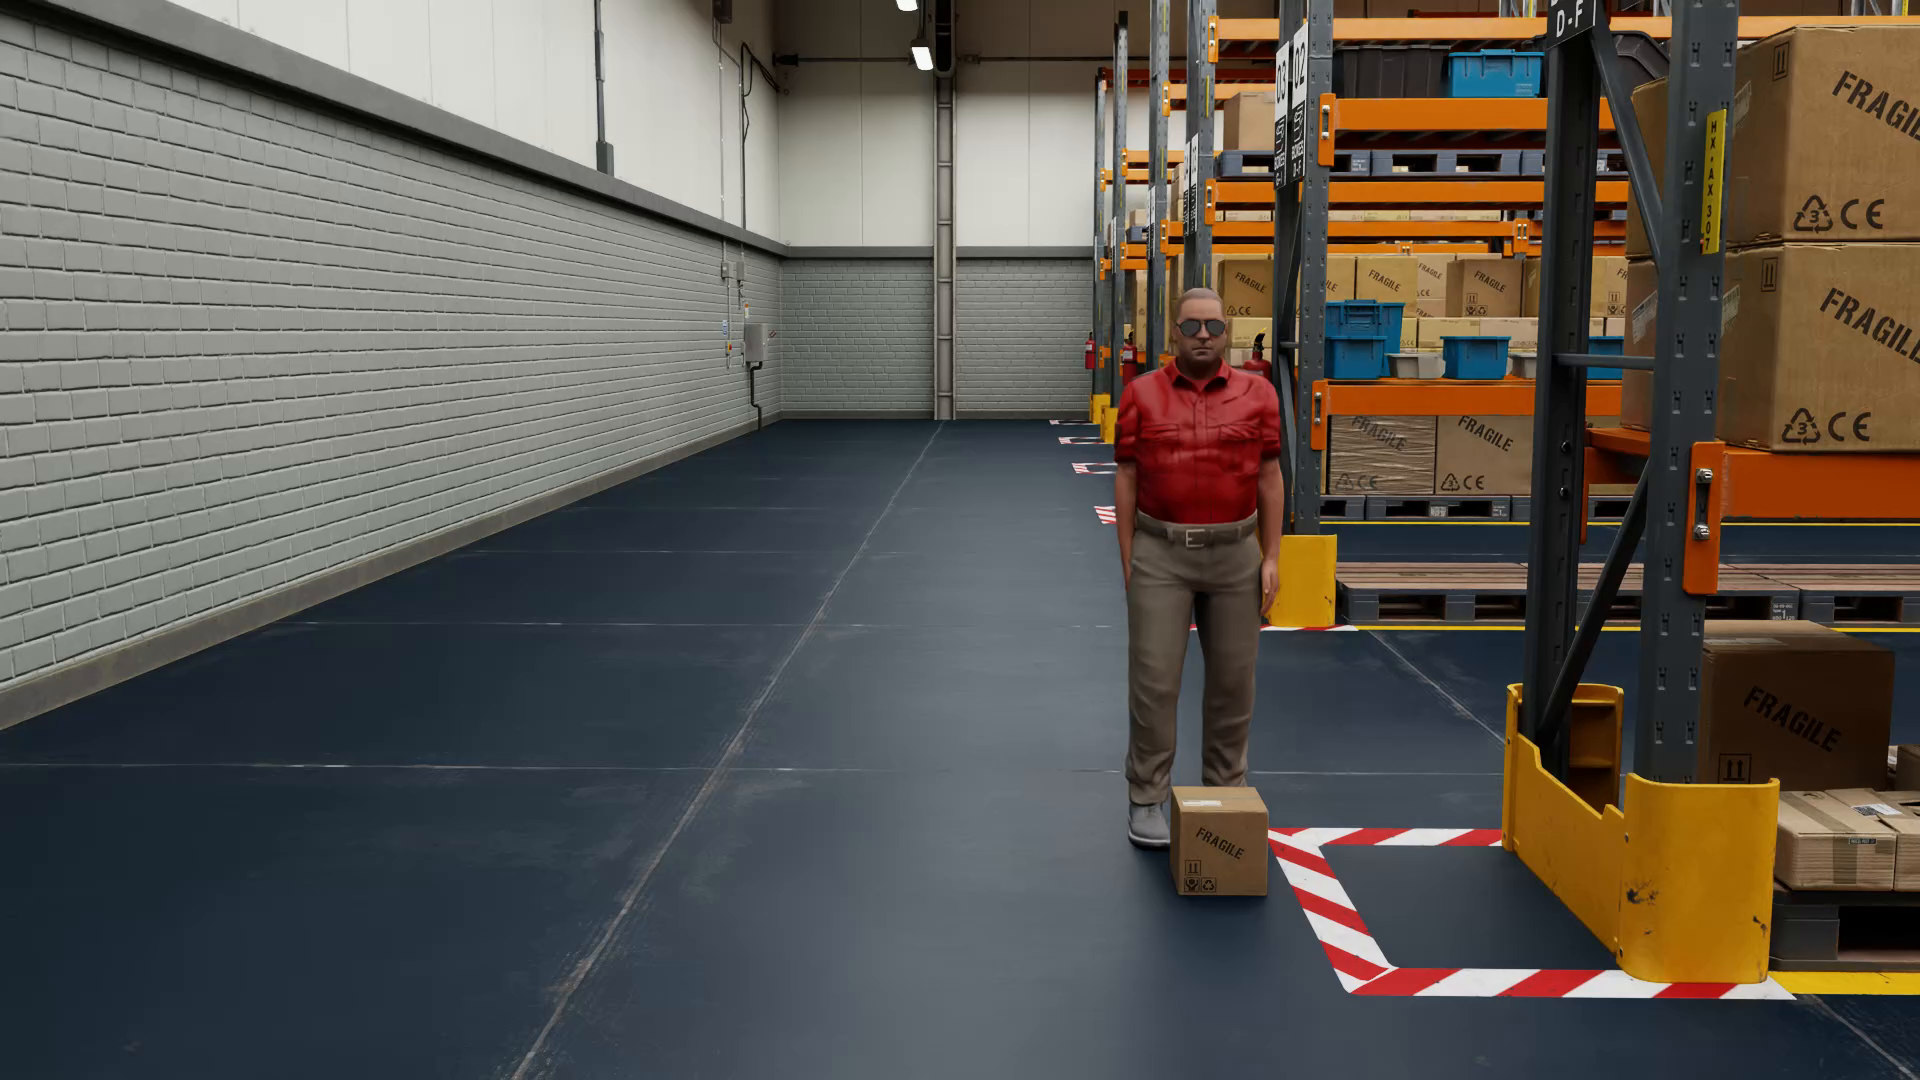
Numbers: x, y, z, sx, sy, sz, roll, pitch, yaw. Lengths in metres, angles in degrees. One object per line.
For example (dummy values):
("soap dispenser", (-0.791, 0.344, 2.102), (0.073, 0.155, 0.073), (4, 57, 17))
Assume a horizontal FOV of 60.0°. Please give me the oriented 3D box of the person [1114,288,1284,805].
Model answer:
("person", (0.745, 0.044, 5.203), (0.523, 1.650, 0.375), (0, 7, 1))
